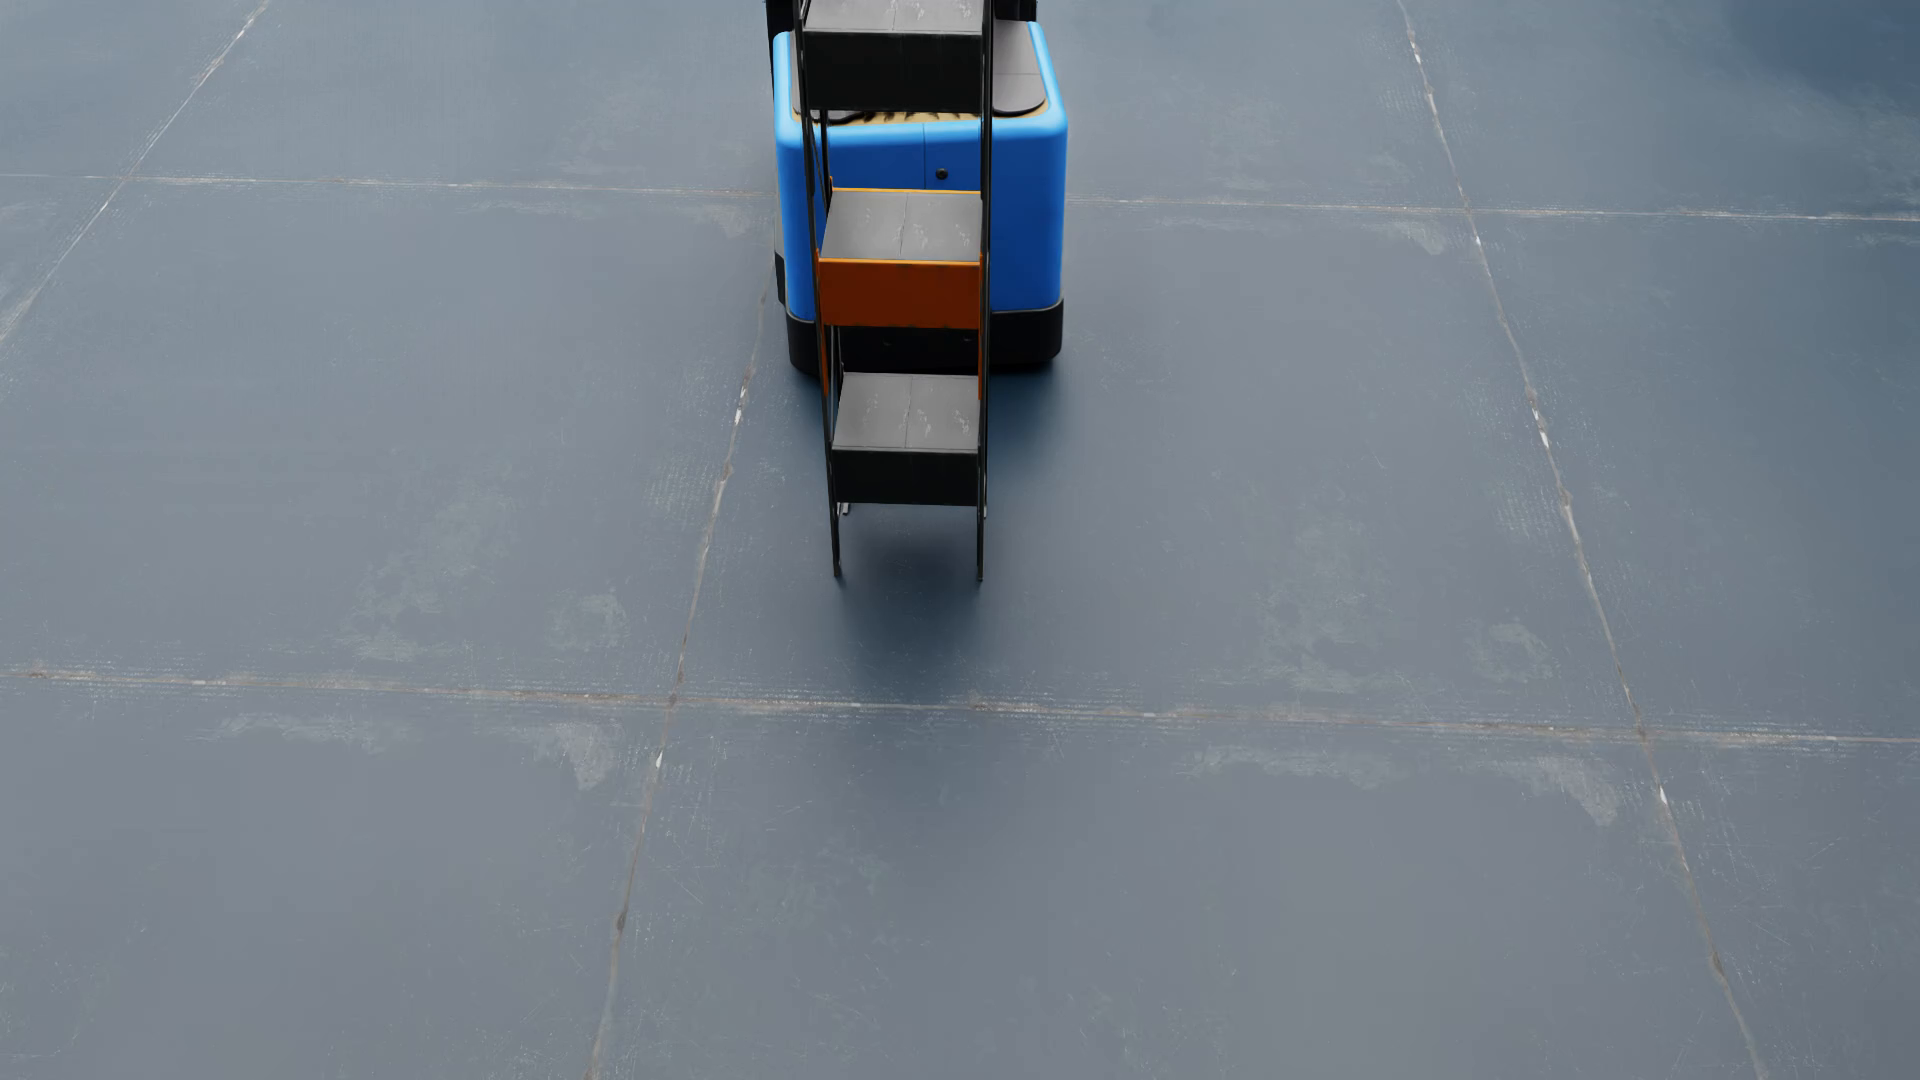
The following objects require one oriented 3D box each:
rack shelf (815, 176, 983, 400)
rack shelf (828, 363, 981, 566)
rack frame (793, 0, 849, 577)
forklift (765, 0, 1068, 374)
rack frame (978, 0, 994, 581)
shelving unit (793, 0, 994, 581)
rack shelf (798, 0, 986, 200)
[{"bbox_3d":[-0.165,-0.763,5.049,0.480,0.518,0.431,2,43,2],"label":"rack shelf"},{"bbox_3d":[-0.165,-0.251,5.526,0.480,0.518,0.431,2,43,2],"label":"rack shelf"},{"bbox_3d":[-0.409,-0.781,5.048,0.015,2.100,0.400,2,43,2],"label":"rack frame"},{"bbox_3d":[-0.258,-2.703,6.501,1.130,2.935,3.031,-4,43,-4],"label":"forklift"},{"bbox_3d":[0.078,-0.766,5.032,0.015,2.100,0.400,2,43,2],"label":"rack frame"},{"bbox_3d":[-0.165,-0.773,5.040,0.503,2.100,0.431,2,43,2],"label":"shelving unit"},{"bbox_3d":[-0.165,-1.276,4.572,0.480,0.518,0.431,2,43,2],"label":"rack shelf"}]
